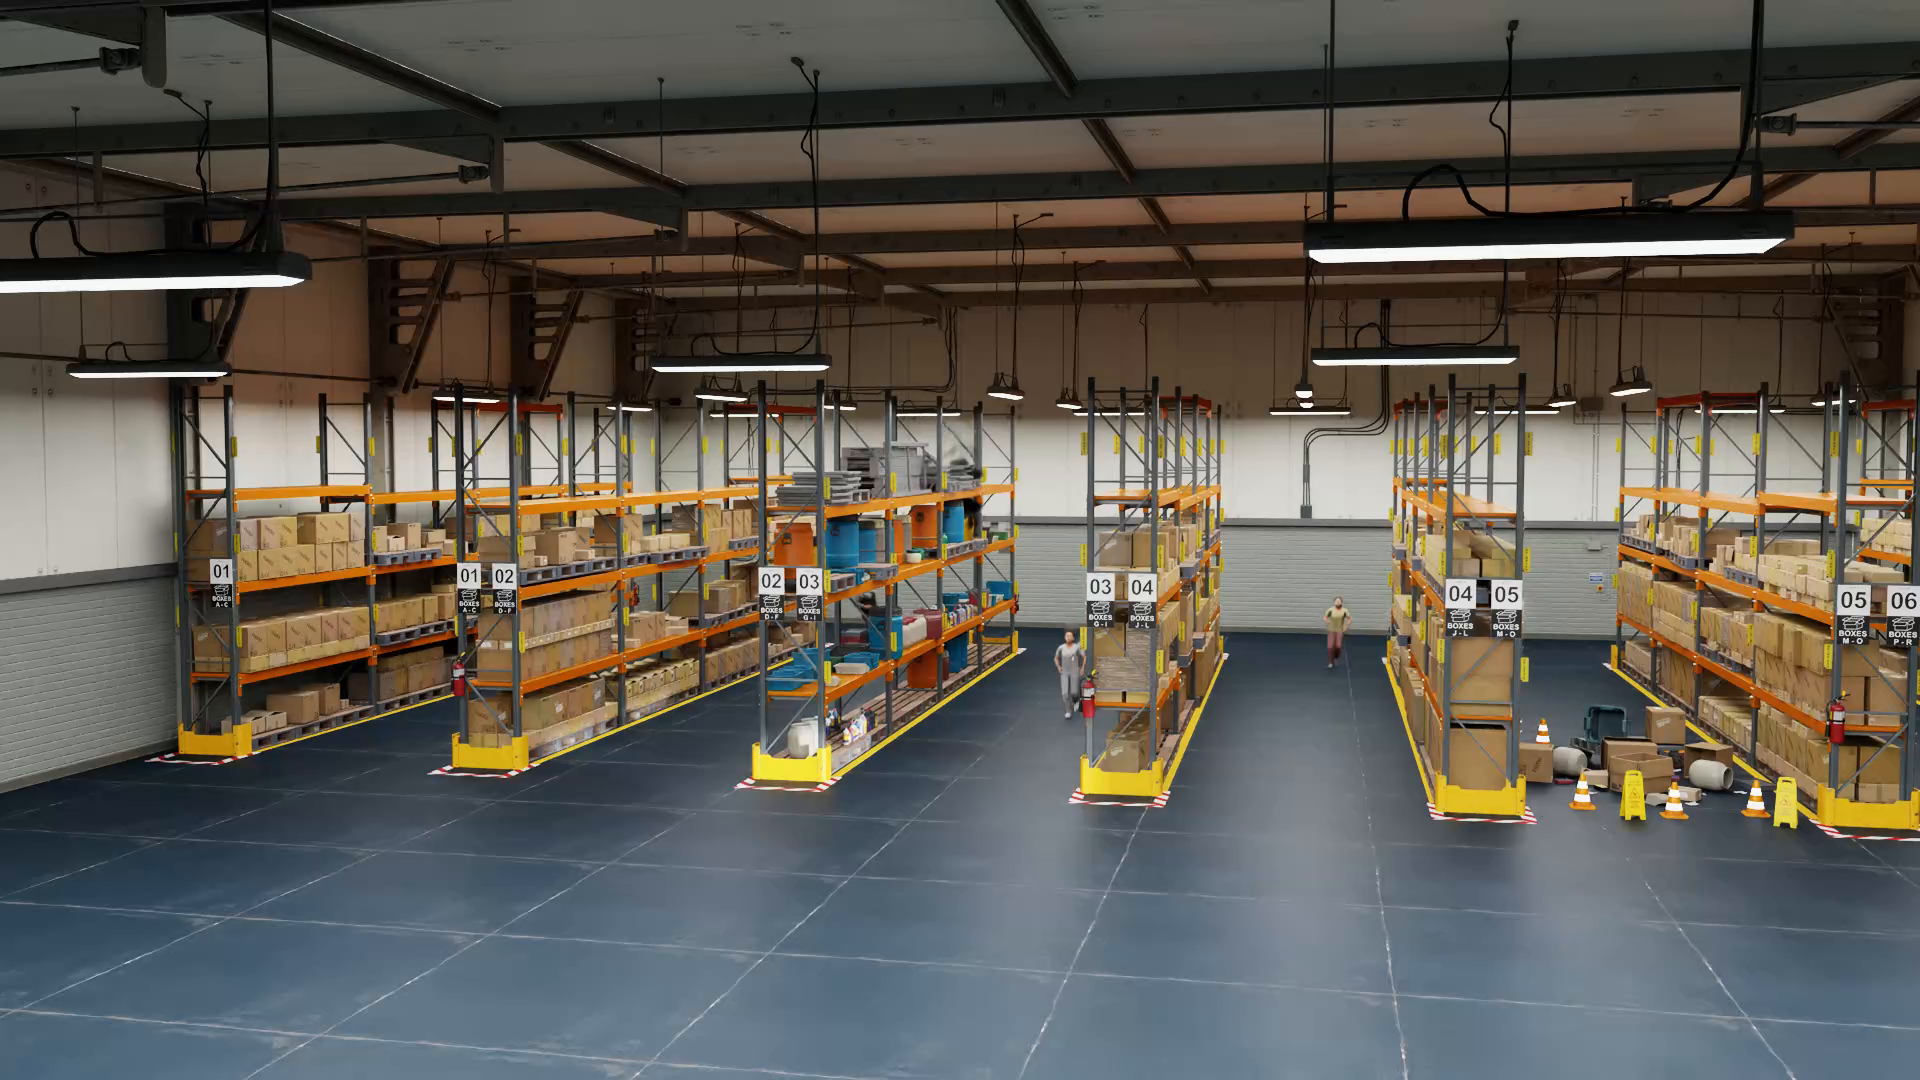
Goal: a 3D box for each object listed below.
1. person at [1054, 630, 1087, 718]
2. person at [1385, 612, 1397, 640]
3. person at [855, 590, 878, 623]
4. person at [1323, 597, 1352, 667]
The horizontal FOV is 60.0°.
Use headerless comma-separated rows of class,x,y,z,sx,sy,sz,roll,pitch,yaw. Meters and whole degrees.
person,2.035,2.467,30.710,0.610,1.624,0.597,1,3,12
person,10.425,1.969,39.375,0.688,1.645,0.629,0,3,7
person,-2.304,1.860,41.514,0.682,1.734,0.717,-2,4,-25
person,8.527,2.088,37.624,0.618,1.620,0.554,1,3,17
